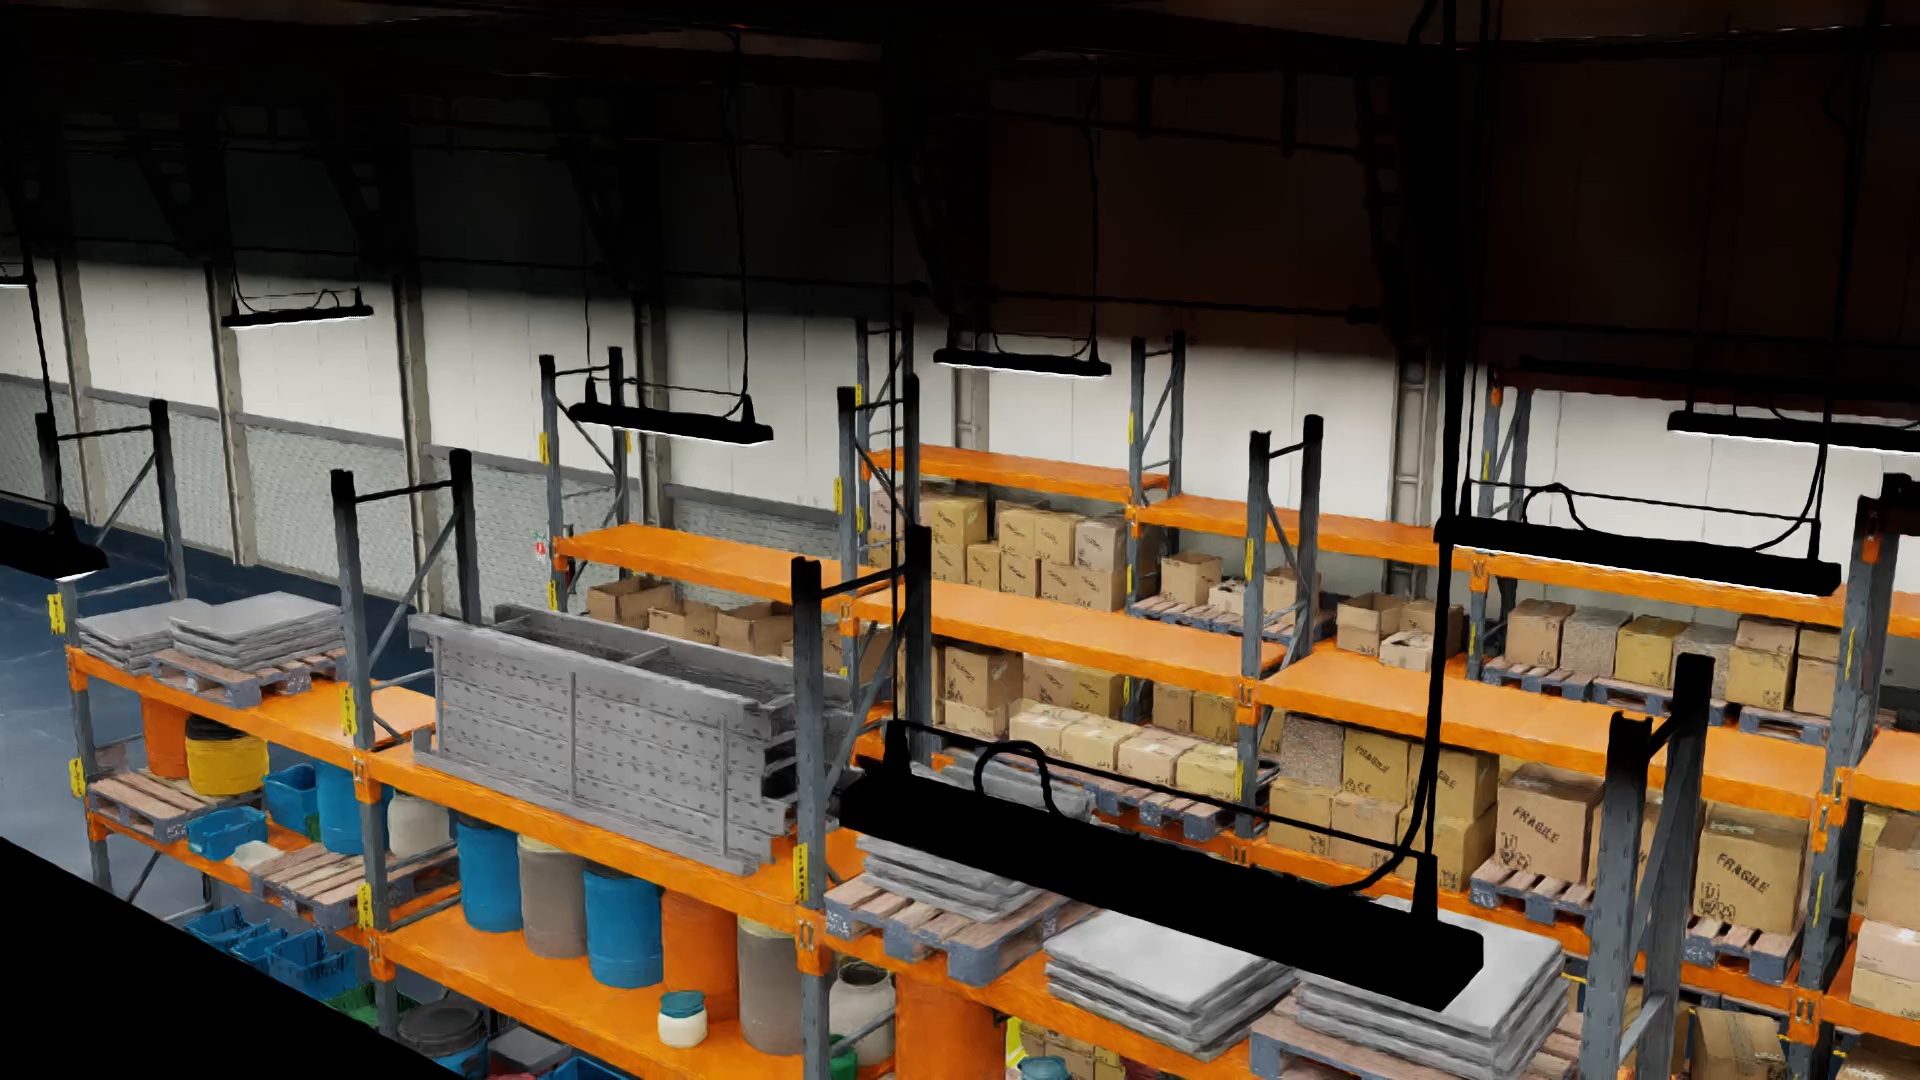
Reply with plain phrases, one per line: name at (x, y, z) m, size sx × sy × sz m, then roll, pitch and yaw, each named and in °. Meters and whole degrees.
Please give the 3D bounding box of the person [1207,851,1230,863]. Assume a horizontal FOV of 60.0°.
person at (2.814, 3.232, 17.542) m, size 0.860 × 1.691 × 0.691 m, roll 5°, pitch 14°, yaw 20°

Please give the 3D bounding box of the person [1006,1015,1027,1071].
person at (0.296, 4.206, 13.318) m, size 1.033 × 1.708 × 0.571 m, roll 7°, pitch 15°, yaw 28°
